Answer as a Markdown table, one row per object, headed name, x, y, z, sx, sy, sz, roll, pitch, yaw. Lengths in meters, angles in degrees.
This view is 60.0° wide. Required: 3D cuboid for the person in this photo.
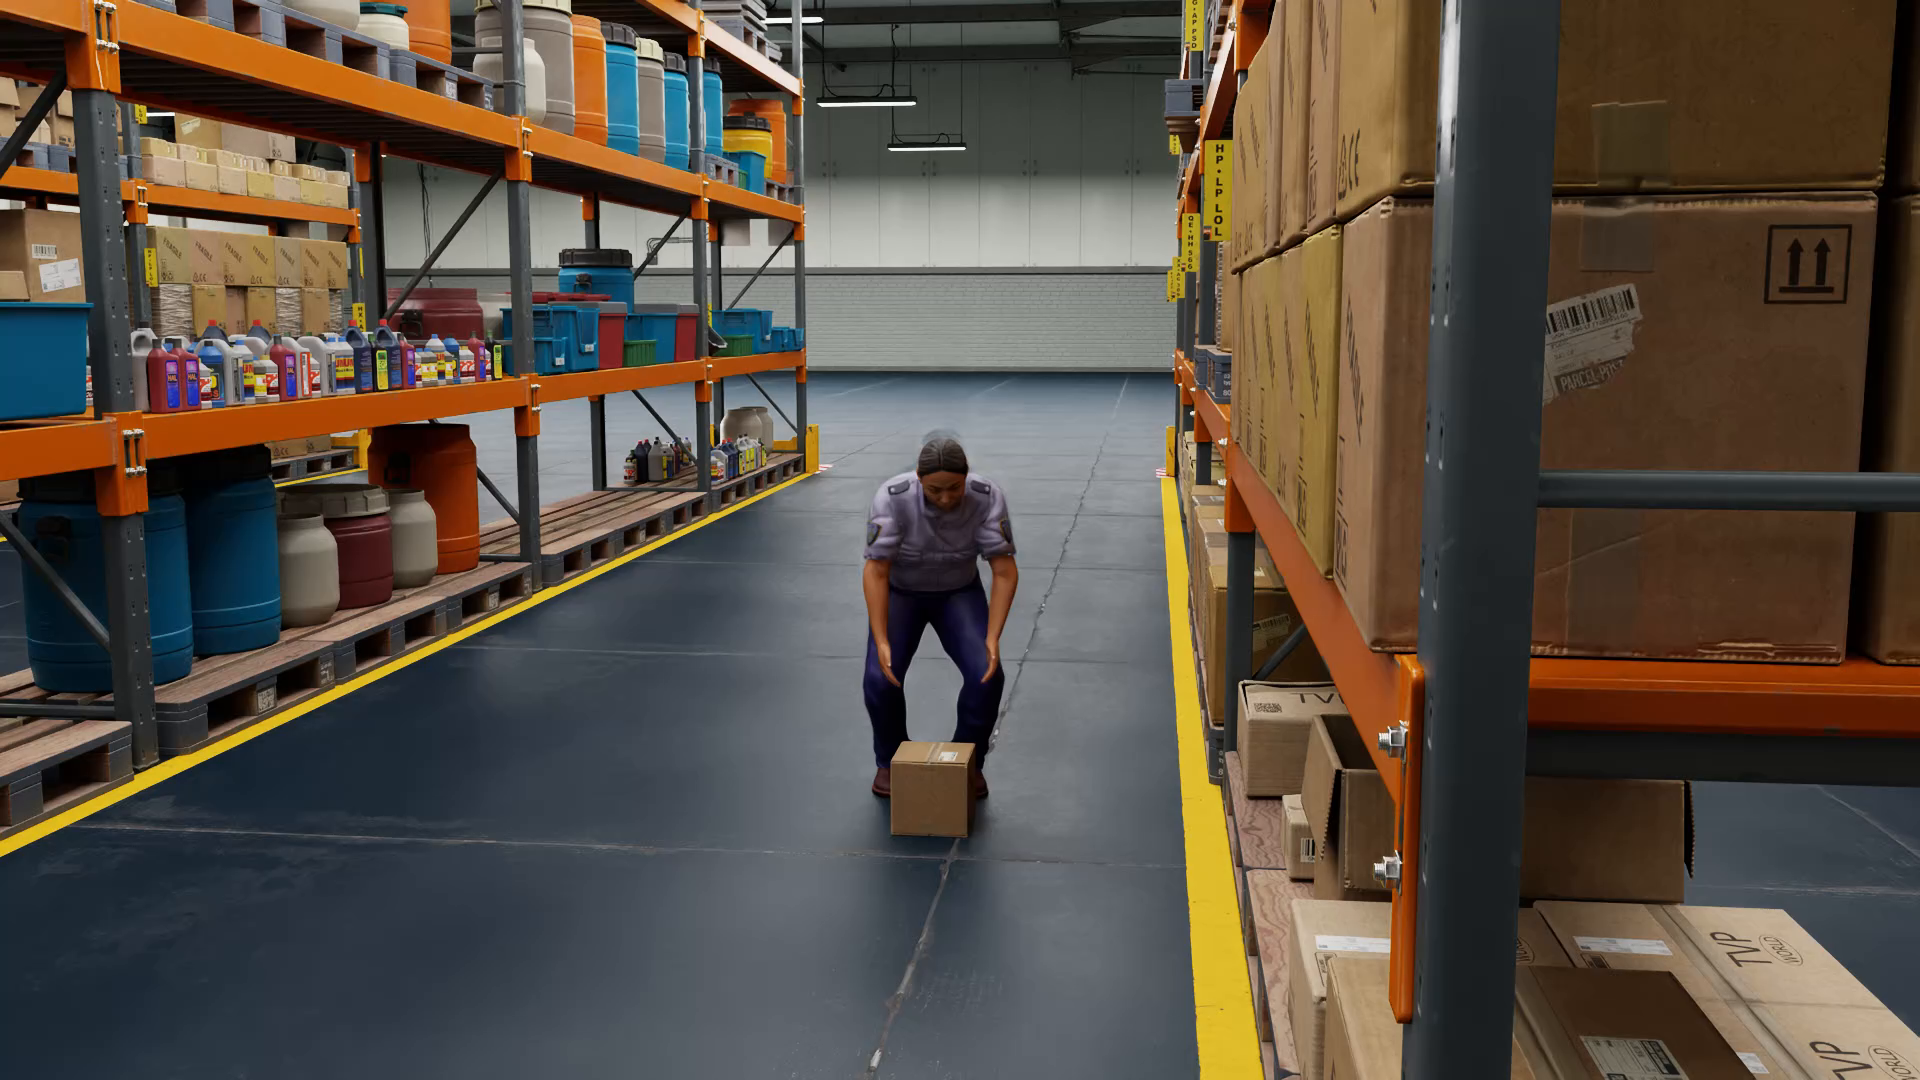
| name | x | y | z | sx | sy | sz | roll | pitch | yaw |
| --- | --- | --- | --- | --- | --- | --- | --- | --- | --- |
| person | -0.071 | 0.259 | 5.829 | 0.537 | 1.284 | 0.704 | 0 | 8 | -1 |
